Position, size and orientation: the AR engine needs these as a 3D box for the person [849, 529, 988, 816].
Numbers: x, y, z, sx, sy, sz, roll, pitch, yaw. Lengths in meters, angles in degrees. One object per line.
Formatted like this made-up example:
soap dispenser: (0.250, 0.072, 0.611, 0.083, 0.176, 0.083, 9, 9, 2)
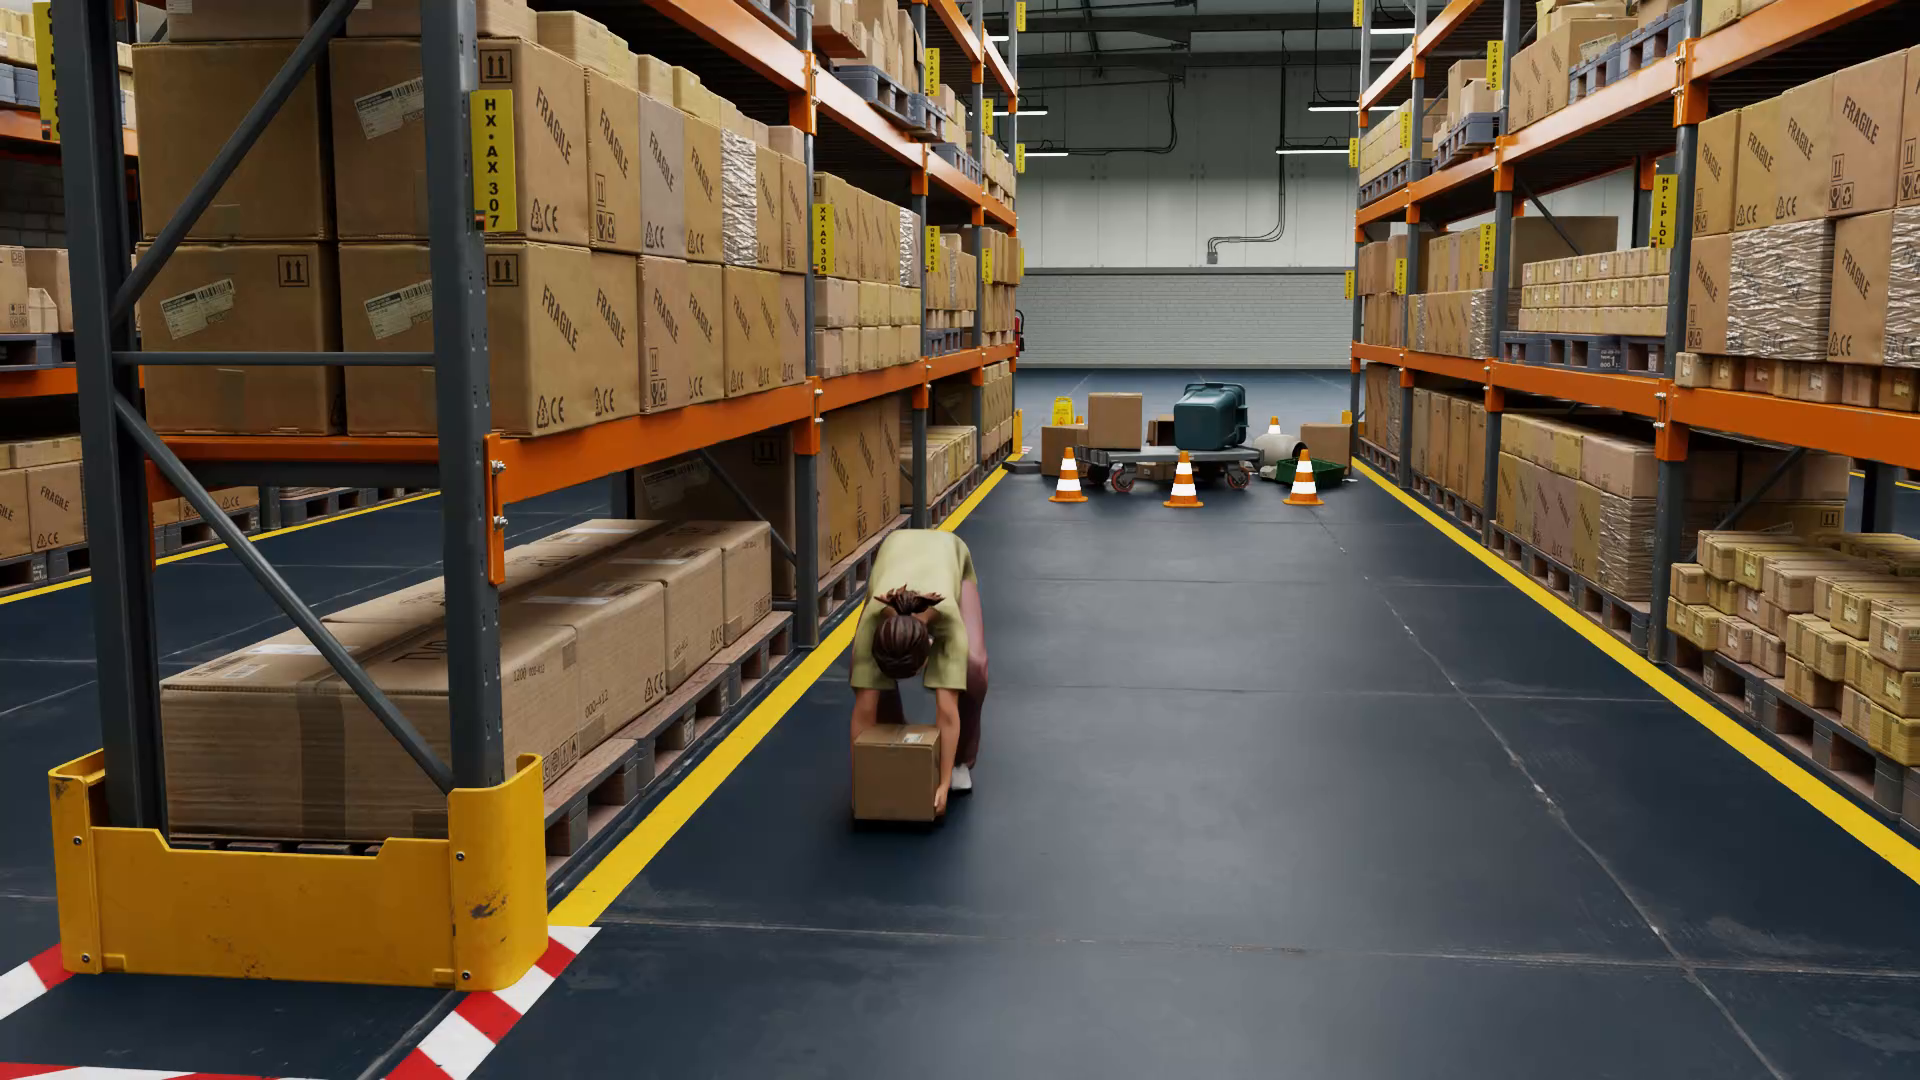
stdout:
person: (-0.138, 0.456, 5.577, 0.465, 0.829, 0.847, 1, 8, 5)
